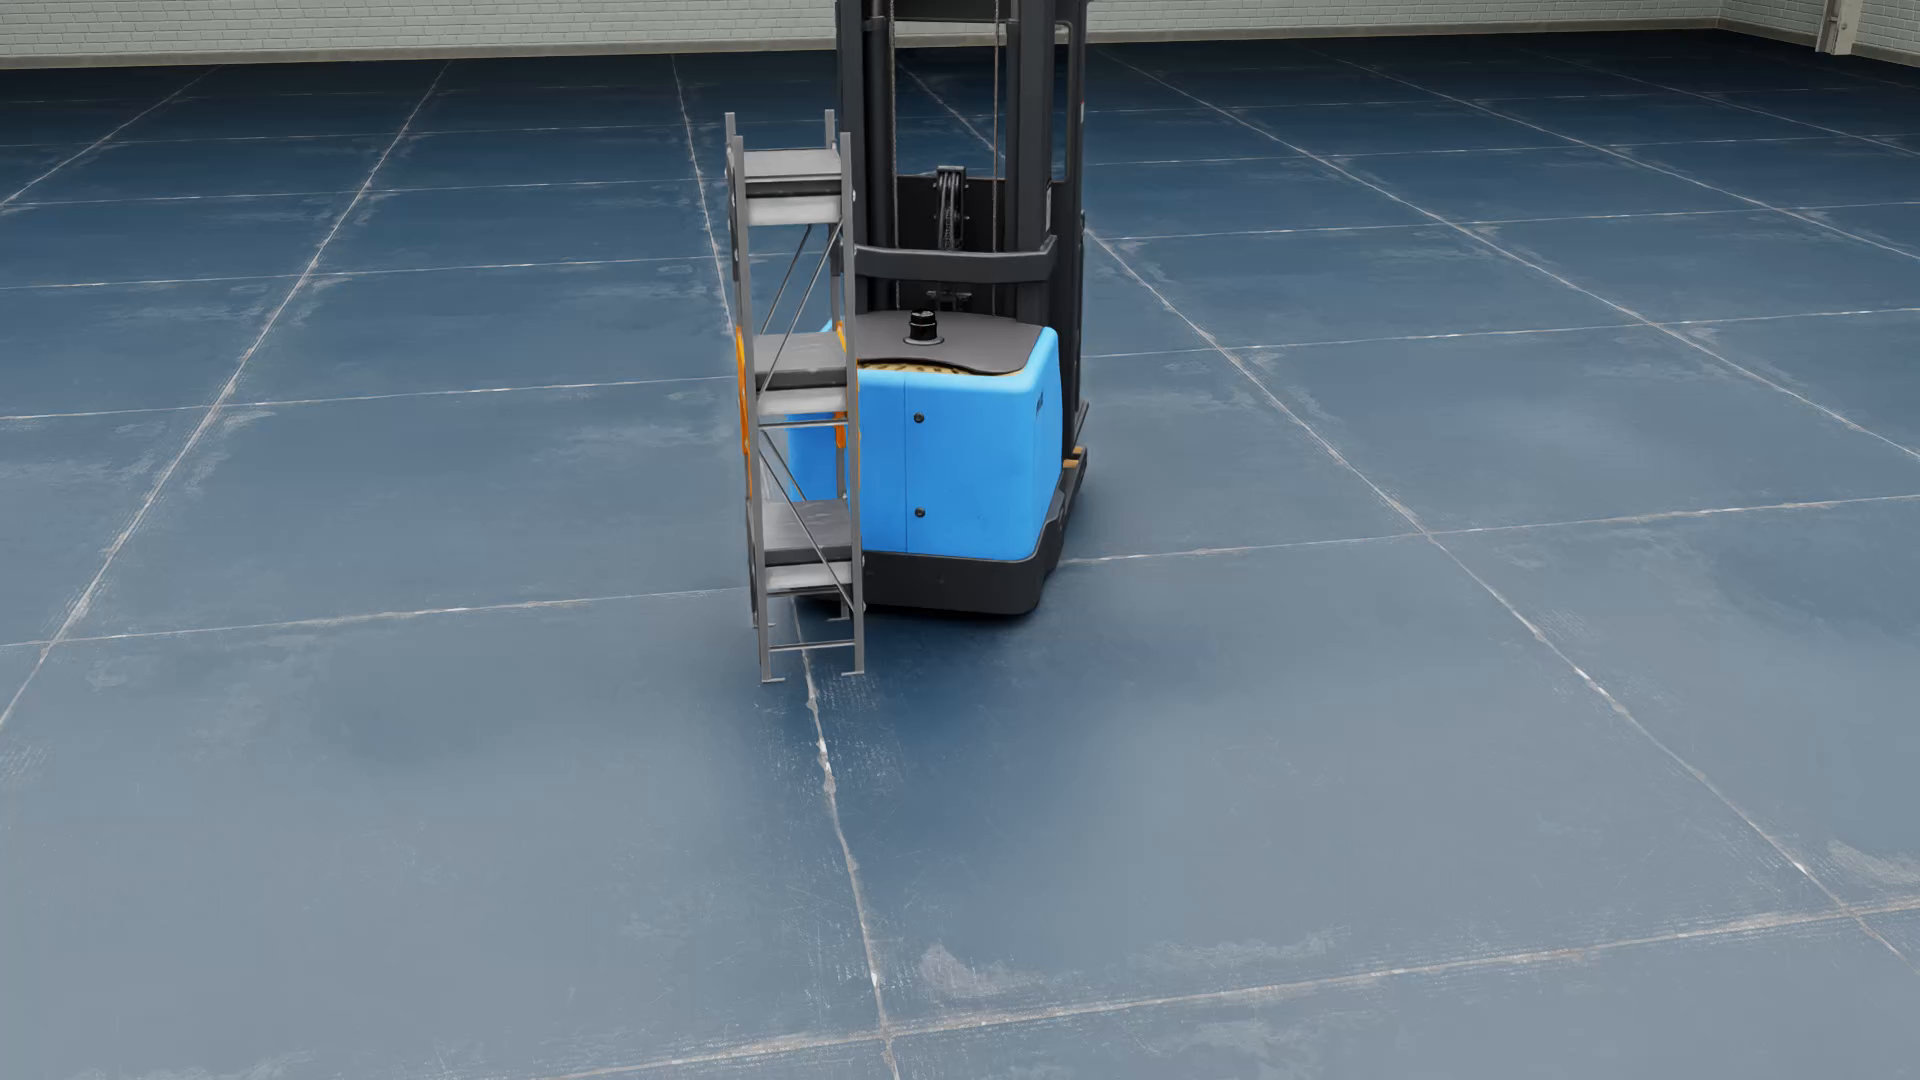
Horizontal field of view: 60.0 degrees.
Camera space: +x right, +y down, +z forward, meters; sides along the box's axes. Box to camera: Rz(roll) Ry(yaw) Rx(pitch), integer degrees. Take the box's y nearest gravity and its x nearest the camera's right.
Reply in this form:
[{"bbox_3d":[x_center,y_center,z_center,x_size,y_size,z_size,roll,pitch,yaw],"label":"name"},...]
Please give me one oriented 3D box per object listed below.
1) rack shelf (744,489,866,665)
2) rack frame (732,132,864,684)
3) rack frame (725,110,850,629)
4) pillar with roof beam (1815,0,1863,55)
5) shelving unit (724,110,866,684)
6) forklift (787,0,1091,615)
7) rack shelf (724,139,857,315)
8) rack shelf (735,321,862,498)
[{"bbox_3d":[-0.617,0.139,6.592,0.431,0.518,0.480,-4,24,-9],"label":"rack shelf"},{"bbox_3d":[-0.574,-0.419,6.086,0.400,2.100,0.015,-4,24,-9],"label":"rack frame"},{"bbox_3d":[-0.661,-0.611,6.526,0.400,2.100,0.015,-4,24,-9],"label":"rack frame"},{"bbox_3d":[8.145,-10.710,21.029,9.100,9.000,0.400,-4,24,-10],"label":"pillar with roof beam"},{"bbox_3d":[-0.617,-0.515,6.306,0.431,2.100,0.503,-4,24,-9],"label":"shelving unit"},{"bbox_3d":[0.045,-1.595,7.740,1.130,2.935,3.031,4,24,9],"label":"forklift"},{"bbox_3d":[-0.617,-1.144,6.031,0.431,0.518,0.480,-4,24,-9],"label":"rack shelf"},{"bbox_3d":[-0.617,-0.503,6.311,0.431,0.518,0.480,-4,24,-9],"label":"rack shelf"}]
